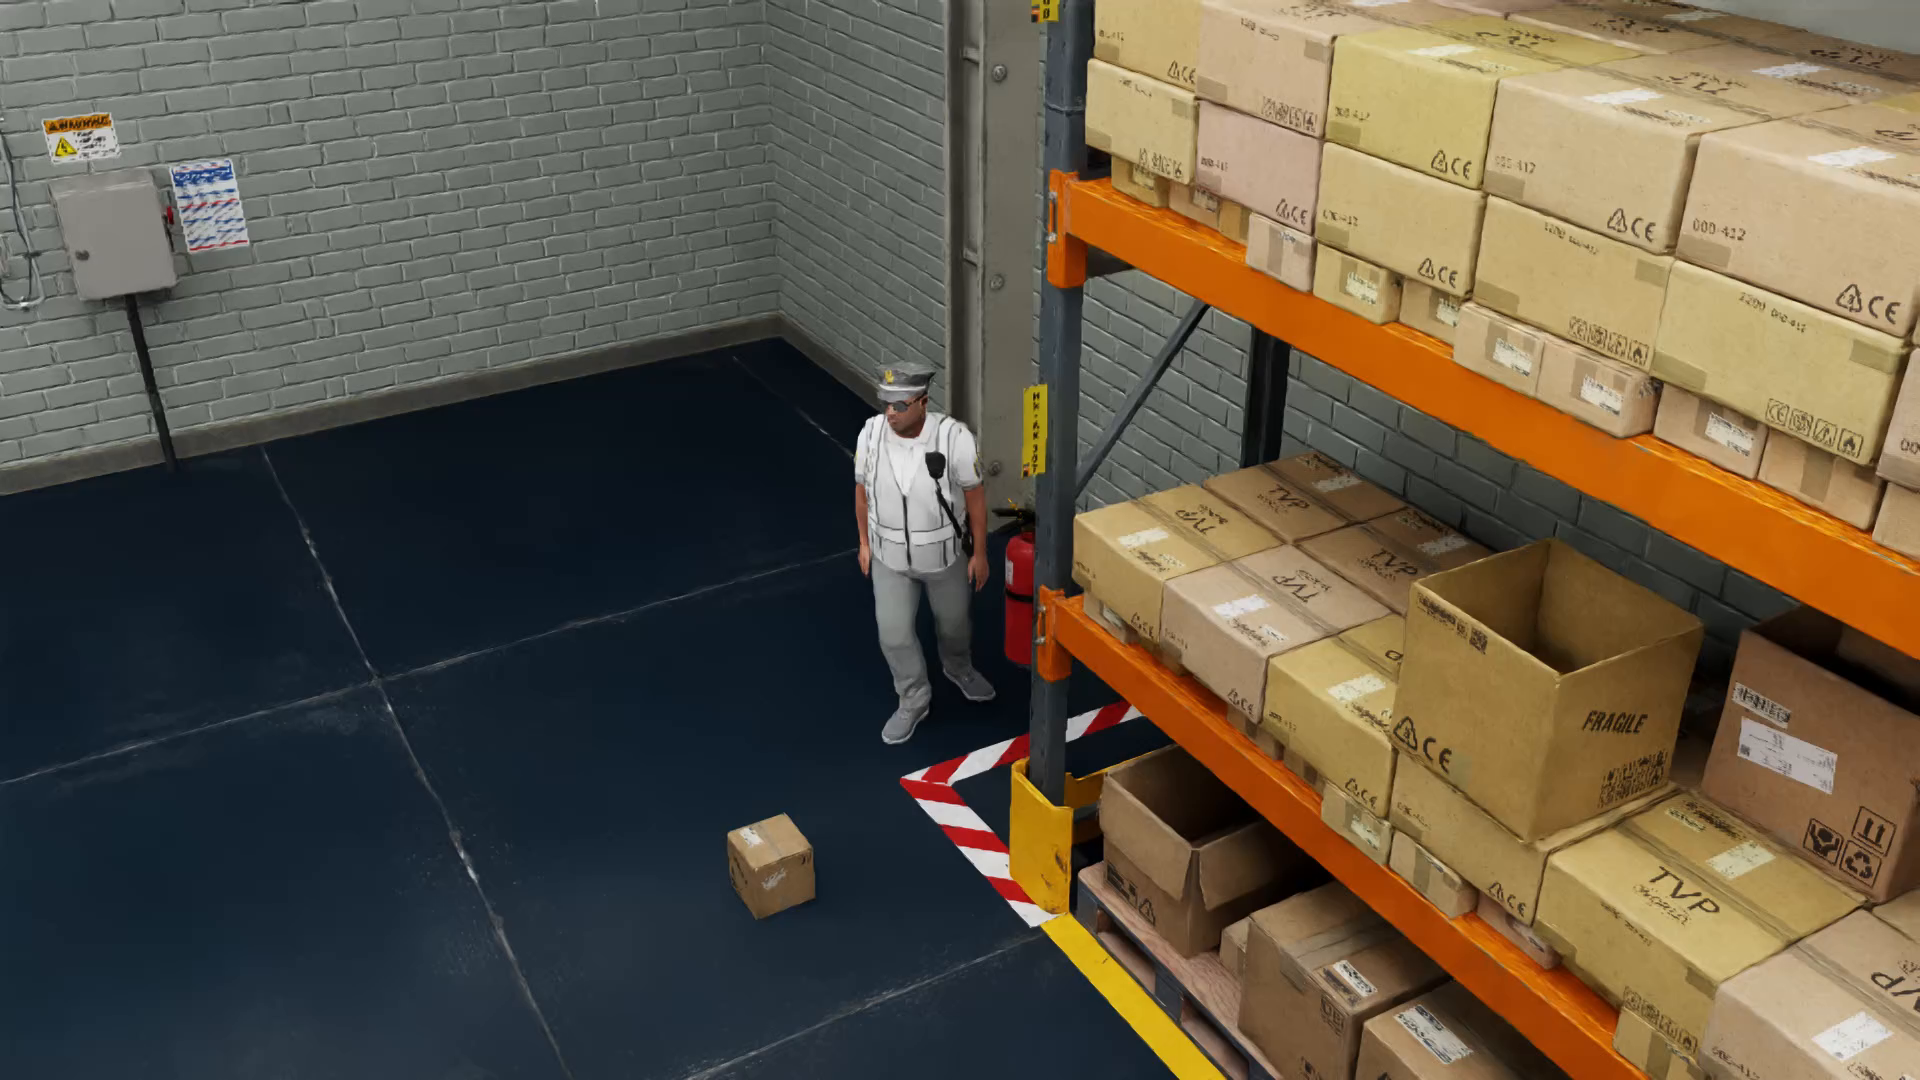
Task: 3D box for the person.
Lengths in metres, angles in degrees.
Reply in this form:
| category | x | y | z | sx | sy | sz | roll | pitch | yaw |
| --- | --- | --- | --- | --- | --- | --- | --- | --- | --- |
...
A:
| category | x | y | z | sx | sy | sz | roll | pitch | yaw |
| --- | --- | --- | --- | --- | --- | --- | --- | --- | --- |
| person | -0.149 | 0.007 | 7.104 | 0.596 | 1.754 | 0.593 | 5 | 29 | 9 |
